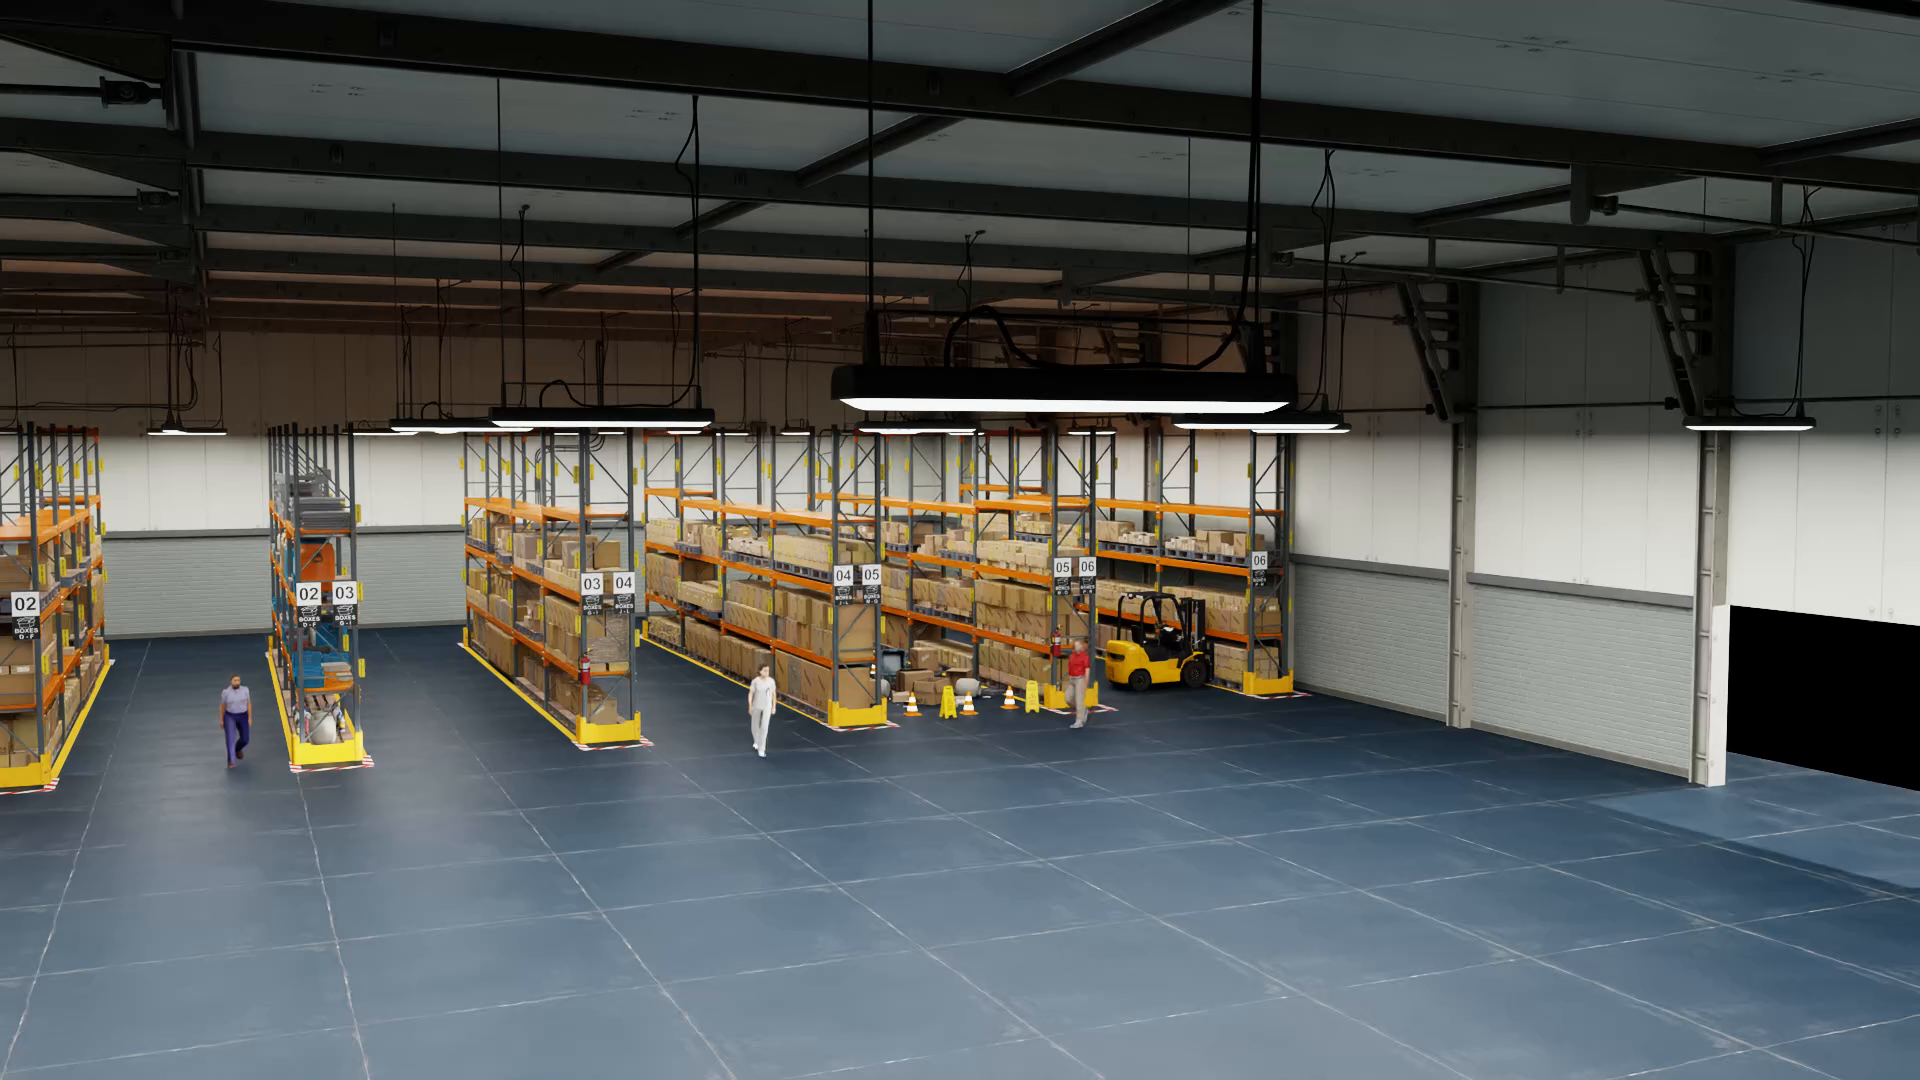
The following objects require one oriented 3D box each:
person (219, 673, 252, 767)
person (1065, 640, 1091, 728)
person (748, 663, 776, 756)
[{"bbox_3d":[-12.698,3.132,29.146,0.517,1.611,0.900,-2,4,-35],"label":"person"},{"bbox_3d":[2.356,2.836,32.993,0.626,1.723,0.596,-3,4,-37],"label":"person"},{"bbox_3d":[-3.596,3.055,30.257,0.517,1.638,0.896,-1,4,-12],"label":"person"}]
